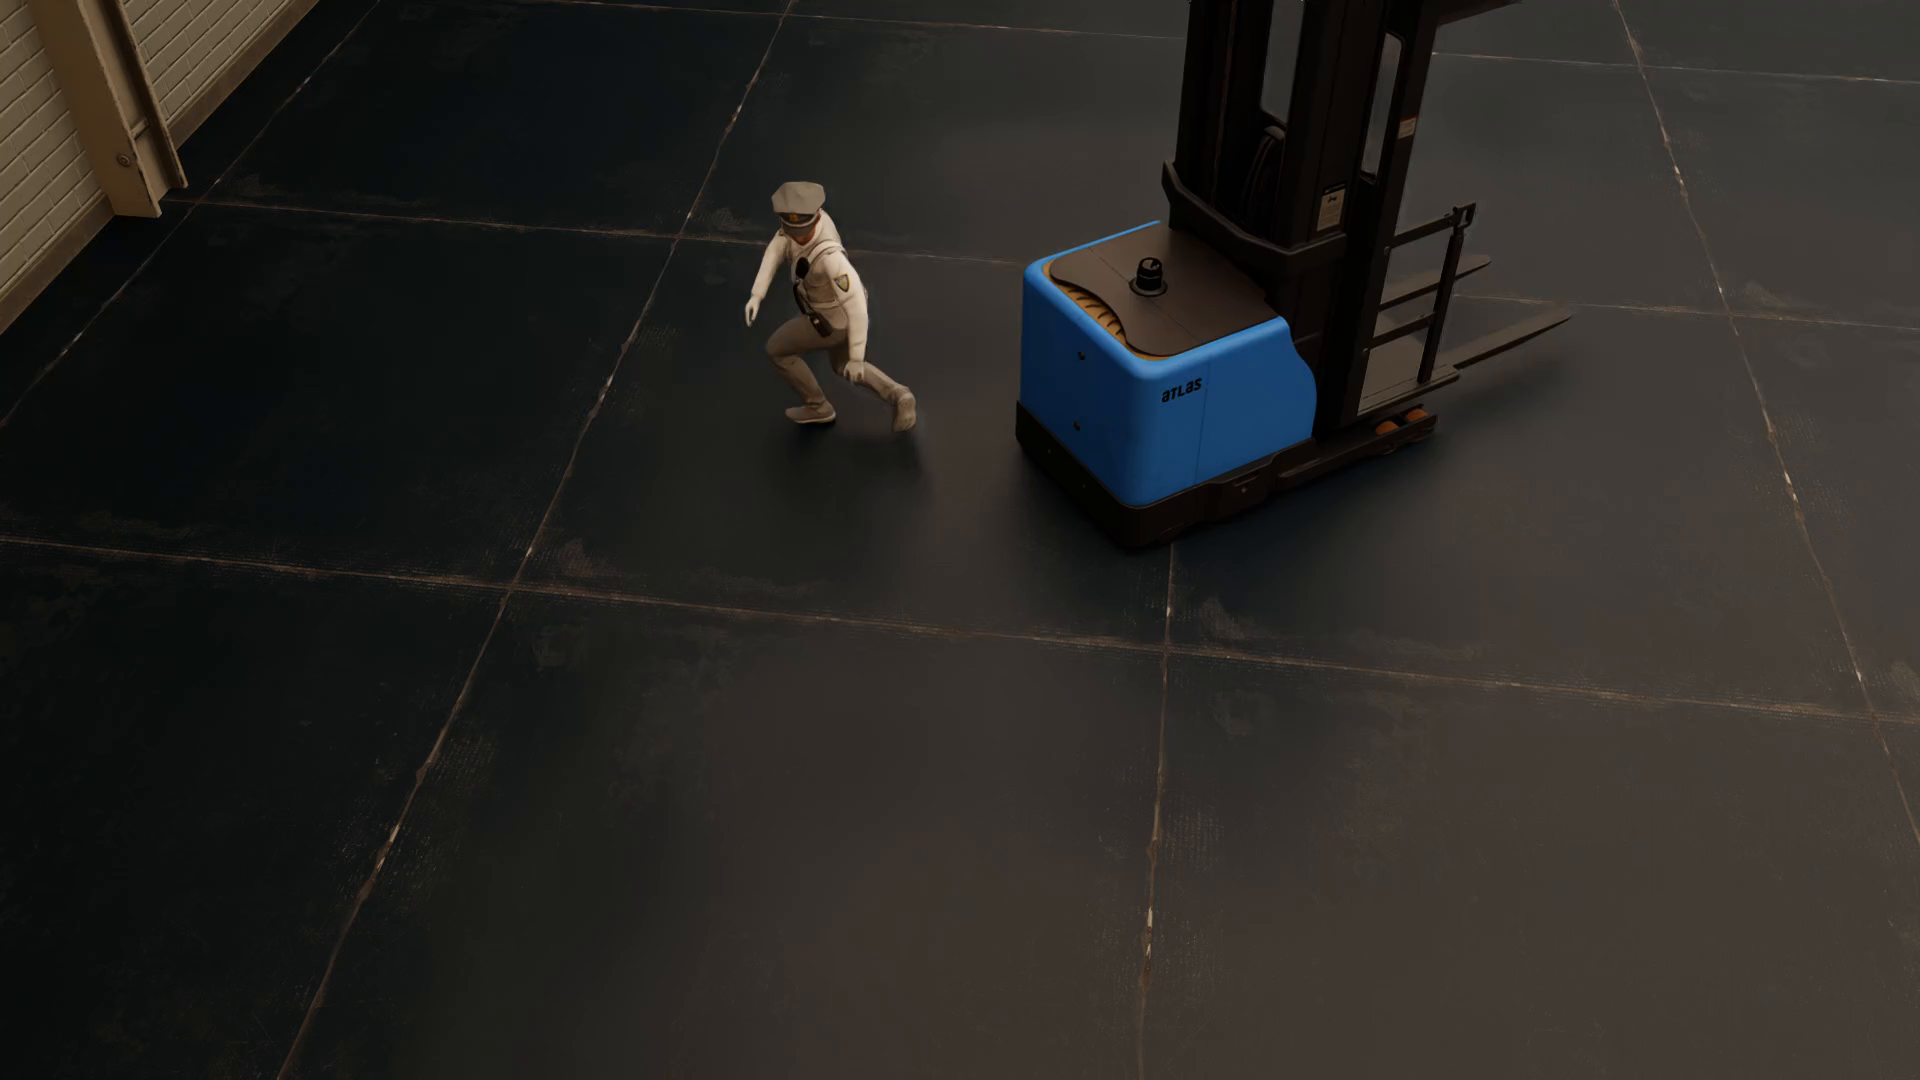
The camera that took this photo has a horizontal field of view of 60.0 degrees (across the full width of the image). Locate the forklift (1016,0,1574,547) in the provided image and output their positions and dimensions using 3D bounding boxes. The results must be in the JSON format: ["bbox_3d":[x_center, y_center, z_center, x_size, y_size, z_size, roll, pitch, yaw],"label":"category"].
[{"bbox_3d":[1.810,-1.796,7.679,3.031,2.935,1.130,-22,47,-22],"label":"forklift"}]

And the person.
[{"bbox_3d":[-0.631,-1.069,8.027,0.842,1.449,0.564,8,43,8],"label":"person"}]
